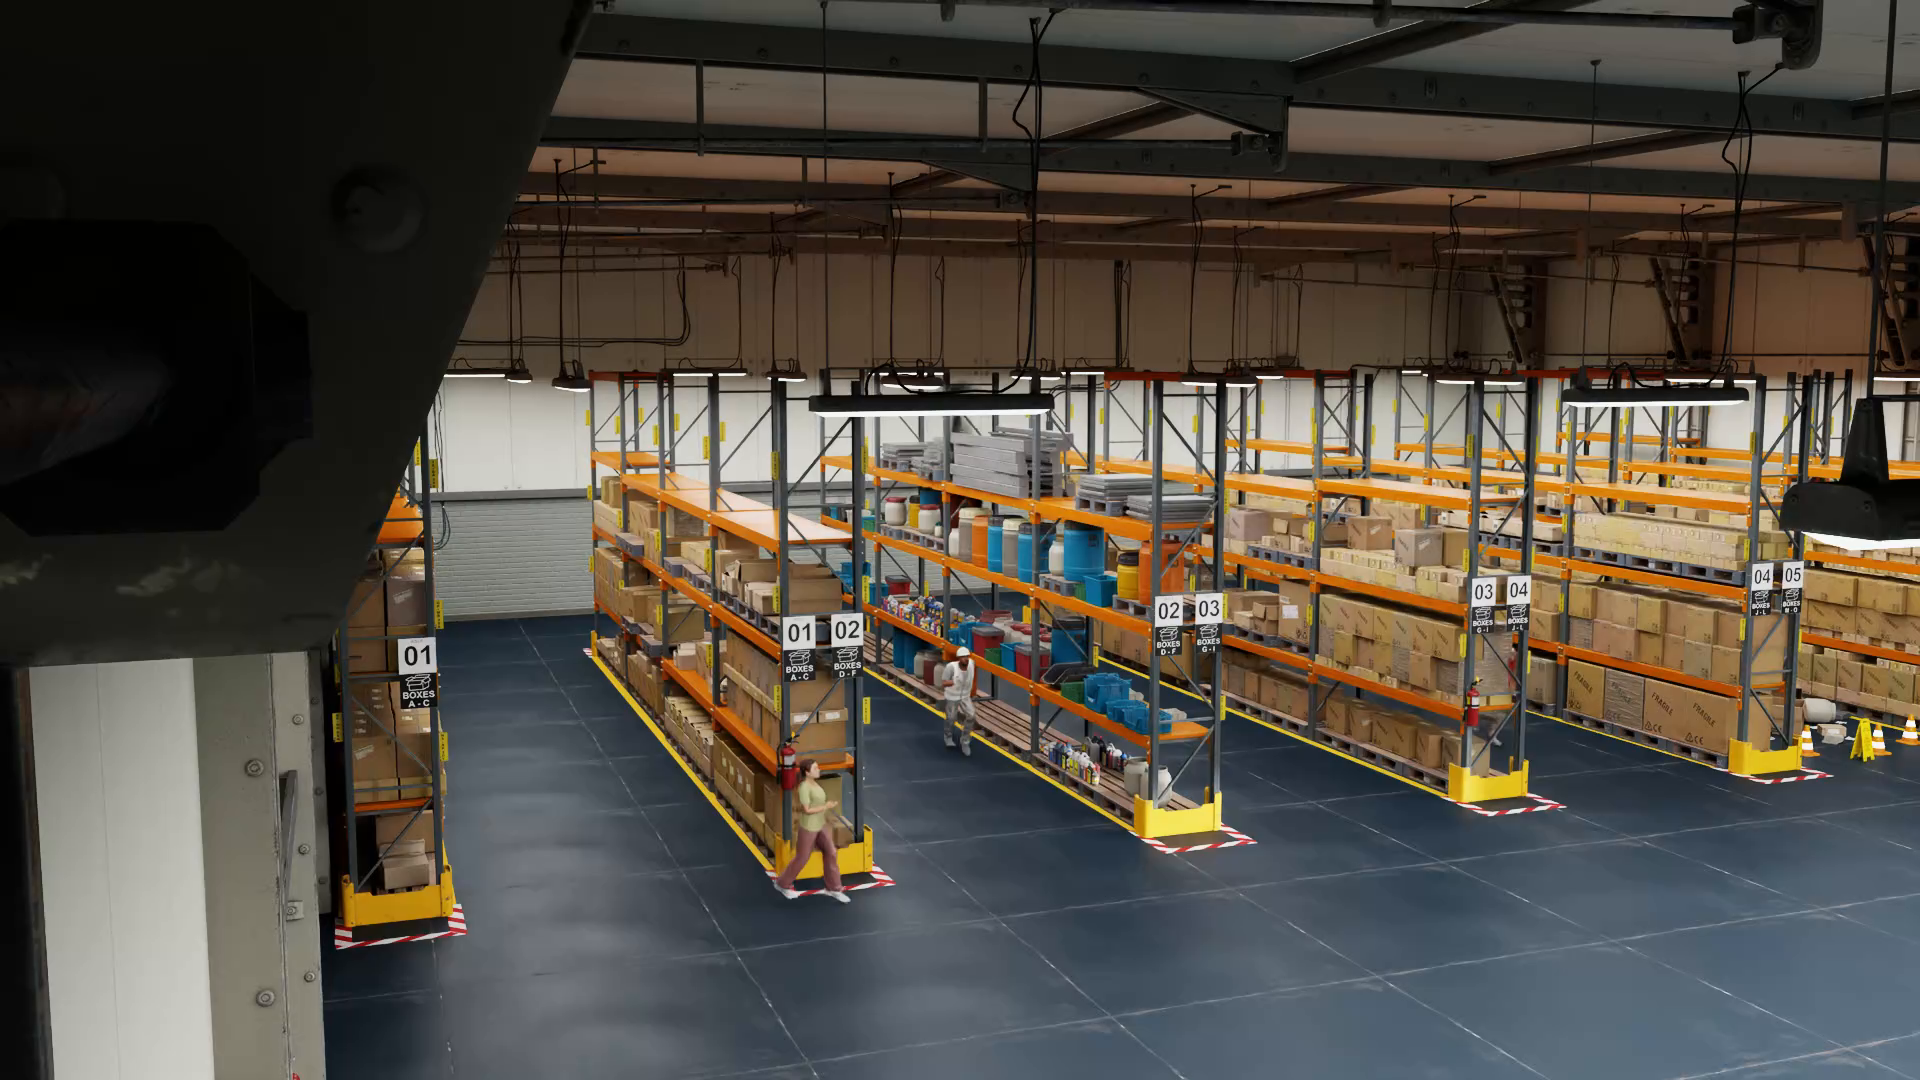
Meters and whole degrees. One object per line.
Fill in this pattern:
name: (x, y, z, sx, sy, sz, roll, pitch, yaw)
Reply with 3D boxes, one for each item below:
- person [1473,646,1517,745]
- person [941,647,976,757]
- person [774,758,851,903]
person: (8.732, 2.509, 27.128, 0.657, 1.663, 0.766, -5, 8, -37)
person: (-0.030, 2.527, 26.346, 0.668, 1.753, 0.944, -2, 7, -20)
person: (-1.718, 3.348, 19.162, 0.882, 1.698, 0.571, 2, 7, 15)
